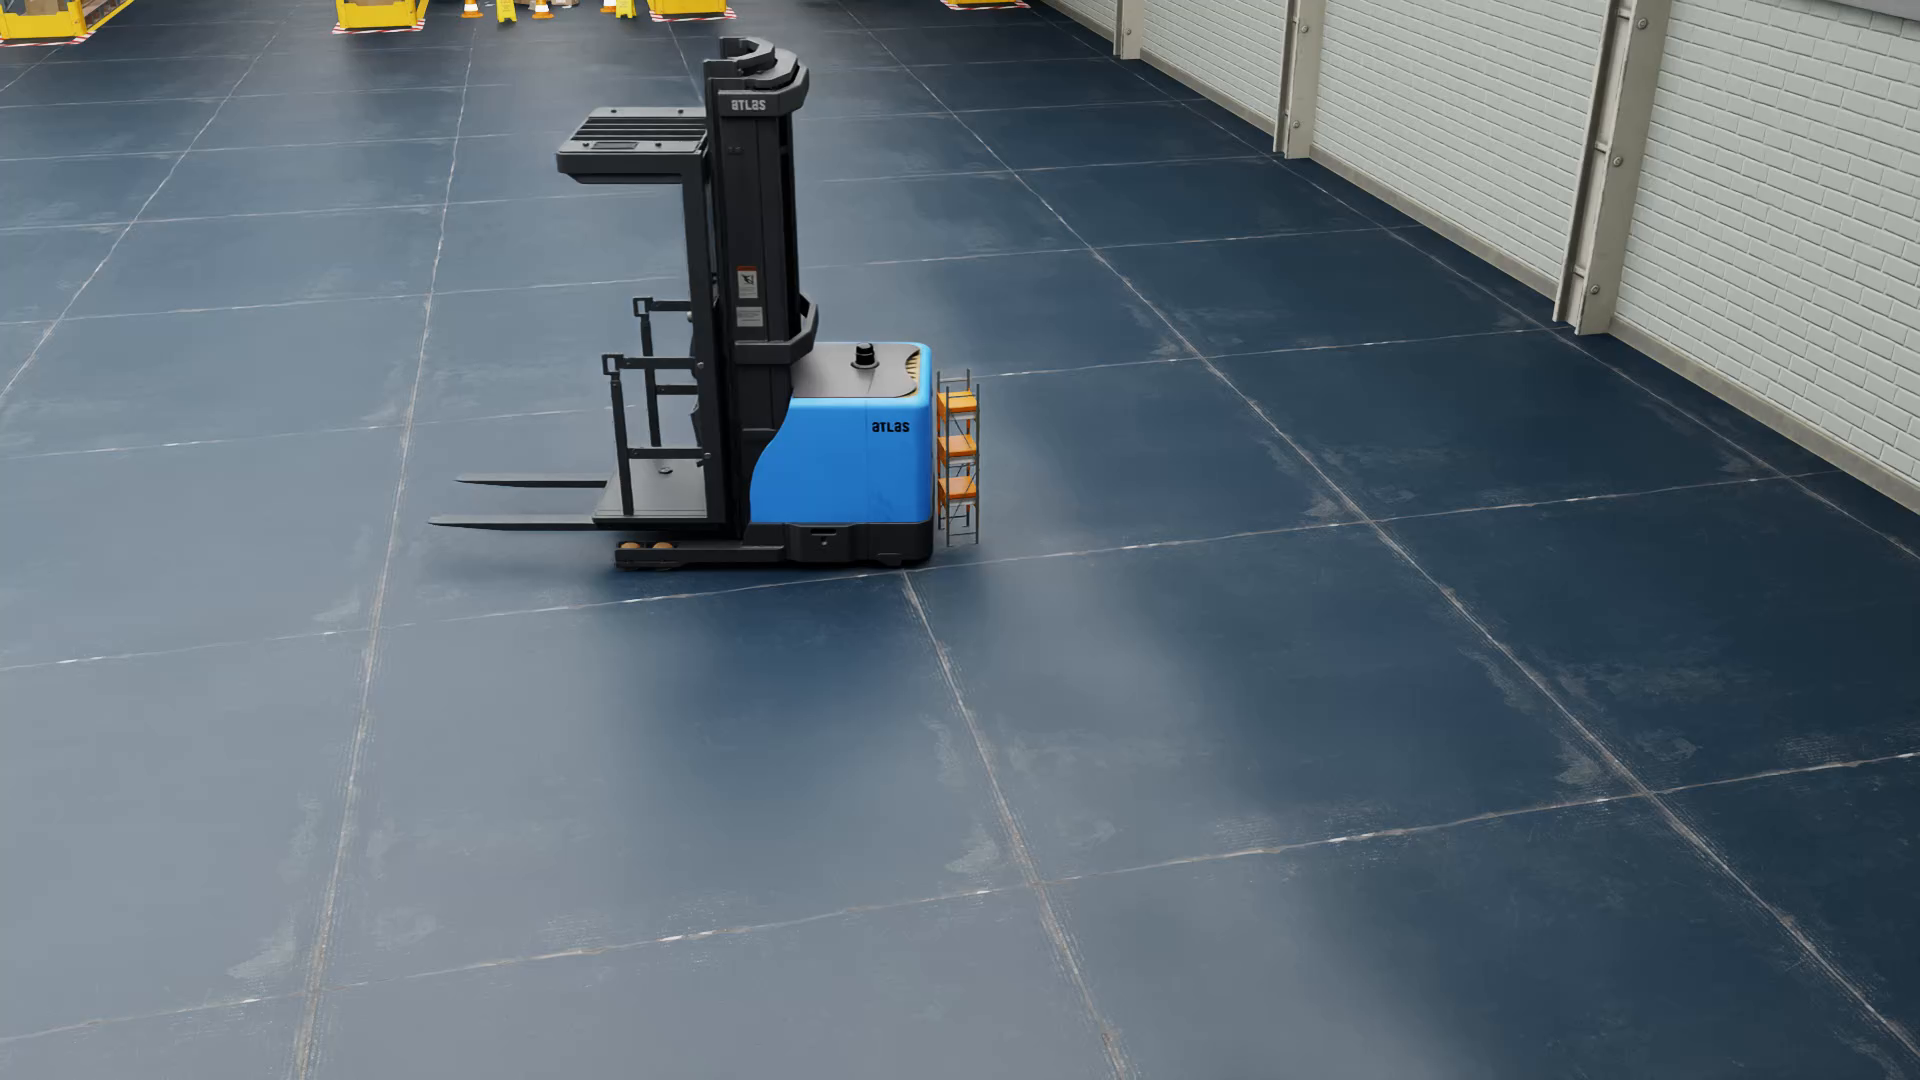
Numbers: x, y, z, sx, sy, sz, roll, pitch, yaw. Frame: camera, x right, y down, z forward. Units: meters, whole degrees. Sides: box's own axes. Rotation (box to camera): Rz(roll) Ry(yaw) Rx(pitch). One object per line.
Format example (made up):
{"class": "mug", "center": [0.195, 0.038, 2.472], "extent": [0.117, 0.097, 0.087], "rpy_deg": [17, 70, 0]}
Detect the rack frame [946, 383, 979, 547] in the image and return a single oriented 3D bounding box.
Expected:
{"class": "rack frame", "center": [0.015, -0.439, 9.954], "extent": [0.200, 1.050, 0.008], "rpy_deg": [-6, 27, -12]}

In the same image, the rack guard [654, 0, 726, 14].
{"class": "rack guard", "center": [-4.487, -9.028, 27.582], "extent": [1.175, 0.500, 0.348], "rpy_deg": [-6, 27, -12]}

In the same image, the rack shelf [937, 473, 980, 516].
{"class": "rack shelf", "center": [-0.012, -0.235, 10.190], "extent": [0.215, 0.259, 0.240], "rpy_deg": [-6, 27, -12]}

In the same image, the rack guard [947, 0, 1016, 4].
{"class": "rack guard", "center": [0.371, -9.490, 28.497], "extent": [1.175, 0.500, 0.348], "rpy_deg": [-6, 27, -12]}

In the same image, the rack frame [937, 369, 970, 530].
{"class": "rack frame", "center": [-0.040, -0.546, 10.166], "extent": [0.200, 1.050, 0.008], "rpy_deg": [-6, 27, -12]}

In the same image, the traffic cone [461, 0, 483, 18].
{"class": "traffic cone", "center": [-8.006, -8.808, 27.188], "extent": [0.336, 0.463, 0.334], "rpy_deg": [-6, 27, -12]}

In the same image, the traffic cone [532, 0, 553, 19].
{"class": "traffic cone", "center": [-6.828, -8.774, 27.120], "extent": [0.336, 0.463, 0.334], "rpy_deg": [-6, 27, -12]}

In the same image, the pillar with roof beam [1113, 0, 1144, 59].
{"class": "pillar with roof beam", "center": [-1.755, -10.621, 21.305], "extent": [9.100, 9.000, 0.400], "rpy_deg": [-6, 27, -12]}

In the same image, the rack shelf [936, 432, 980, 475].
{"class": "rack shelf", "center": [-0.012, -0.483, 10.065], "extent": [0.215, 0.259, 0.240], "rpy_deg": [-6, 27, -12]}

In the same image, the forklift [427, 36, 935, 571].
{"class": "forklift", "center": [-1.678, -1.363, 9.699], "extent": [3.031, 2.935, 1.130], "rpy_deg": [0, 27, 0]}

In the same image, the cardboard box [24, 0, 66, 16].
{"class": "cardboard box", "center": [-14.249, -8.452, 25.974], "extent": [0.500, 0.500, 0.500], "rpy_deg": [-1, 27, -2]}

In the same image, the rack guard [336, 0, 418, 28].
{"class": "rack guard", "center": [-9.264, -8.437, 26.411], "extent": [1.175, 0.500, 0.348], "rpy_deg": [-6, 27, -12]}

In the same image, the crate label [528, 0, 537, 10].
{"class": "crate label", "center": [-7.066, -8.967, 27.864], "extent": [0.250, 0.136, 0.298], "rpy_deg": [-23, 35, -38]}

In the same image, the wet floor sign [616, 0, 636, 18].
{"class": "wet floor sign", "center": [-5.469, -8.868, 27.103], "extent": [0.267, 0.644, 0.232], "rpy_deg": [3, 27, 6]}

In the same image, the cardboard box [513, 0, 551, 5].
{"class": "cardboard box", "center": [-7.332, -9.510, 28.533], "extent": [0.637, 0.503, 0.797], "rpy_deg": [19, 32, 32]}

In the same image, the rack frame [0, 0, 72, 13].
{"class": "rack frame", "center": [-14.125, -9.104, 24.959], "extent": [1.000, 3.000, 0.127], "rpy_deg": [-6, 27, -12]}

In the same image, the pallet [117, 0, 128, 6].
{"class": "pallet", "center": [-14.840, -9.324, 28.489], "extent": [1.003, 0.211, 1.213], "rpy_deg": [-6, 27, -12]}

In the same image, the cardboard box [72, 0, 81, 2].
{"class": "cardboard box", "center": [-14.417, -8.711, 26.487], "extent": [0.500, 0.500, 0.500], "rpy_deg": [1, 27, 2]}

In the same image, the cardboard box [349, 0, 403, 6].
{"class": "cardboard box", "center": [-9.487, -9.094, 26.829], "extent": [0.875, 0.875, 0.875], "rpy_deg": [-6, 27, -11]}

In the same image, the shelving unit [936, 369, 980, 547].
{"class": "shelving unit", "center": [-0.012, -0.492, 10.060], "extent": [0.215, 1.050, 0.252], "rpy_deg": [-6, 27, -12]}

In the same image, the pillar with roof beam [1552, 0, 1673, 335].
{"class": "pillar with roof beam", "center": [0.949, -5.352, 10.868], "extent": [9.100, 9.000, 0.400], "rpy_deg": [-6, 27, -12]}

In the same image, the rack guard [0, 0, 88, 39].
{"class": "rack guard", "center": [-14.142, -8.022, 25.588], "extent": [1.175, 0.500, 0.348], "rpy_deg": [-6, 27, -12]}

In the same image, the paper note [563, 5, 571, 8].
{"class": "paper note", "center": [-6.622, -8.998, 28.043], "extent": [0.148, 0.019, 0.142], "rpy_deg": [-16, 31, -29]}

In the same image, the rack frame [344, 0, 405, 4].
{"class": "rack frame", "center": [-9.269, -9.564, 25.869], "extent": [1.000, 3.000, 0.127], "rpy_deg": [-6, 27, -12]}

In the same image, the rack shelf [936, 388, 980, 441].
{"class": "rack shelf", "center": [-0.012, -0.736, 9.937], "extent": [0.215, 0.259, 0.240], "rpy_deg": [-6, 27, -12]}

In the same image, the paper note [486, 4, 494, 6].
{"class": "paper note", "center": [-7.959, -9.080, 28.207], "extent": [0.144, 0.017, 0.142], "rpy_deg": [3, 27, 6]}

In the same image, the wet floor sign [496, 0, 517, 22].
{"class": "wet floor sign", "center": [-7.334, -8.701, 26.772], "extent": [0.267, 0.644, 0.232], "rpy_deg": [-11, 29, -20]}

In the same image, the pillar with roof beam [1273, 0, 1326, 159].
{"class": "pillar with roof beam", "center": [-0.403, -7.987, 16.086], "extent": [9.100, 9.000, 0.400], "rpy_deg": [-6, 27, -12]}

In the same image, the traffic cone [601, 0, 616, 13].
{"class": "traffic cone", "center": [-5.823, -9.036, 27.639], "extent": [0.336, 0.463, 0.334], "rpy_deg": [-6, 27, -12]}

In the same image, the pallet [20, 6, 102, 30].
{"class": "pallet", "center": [-14.290, -8.253, 26.367], "extent": [1.003, 0.211, 1.213], "rpy_deg": [-6, 27, -12]}

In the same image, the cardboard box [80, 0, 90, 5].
{"class": "cardboard box", "center": [-14.540, -8.987, 27.035], "extent": [0.500, 0.500, 0.500], "rpy_deg": [-3, 27, -7]}

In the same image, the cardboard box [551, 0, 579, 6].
{"class": "cardboard box", "center": [-6.733, -9.208, 28.328], "extent": [0.380, 0.149, 0.250], "rpy_deg": [8, 28, 15]}

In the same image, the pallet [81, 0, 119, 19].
{"class": "pallet", "center": [-14.562, -8.788, 27.426], "extent": [1.003, 0.211, 1.213], "rpy_deg": [-6, 27, -12]}
